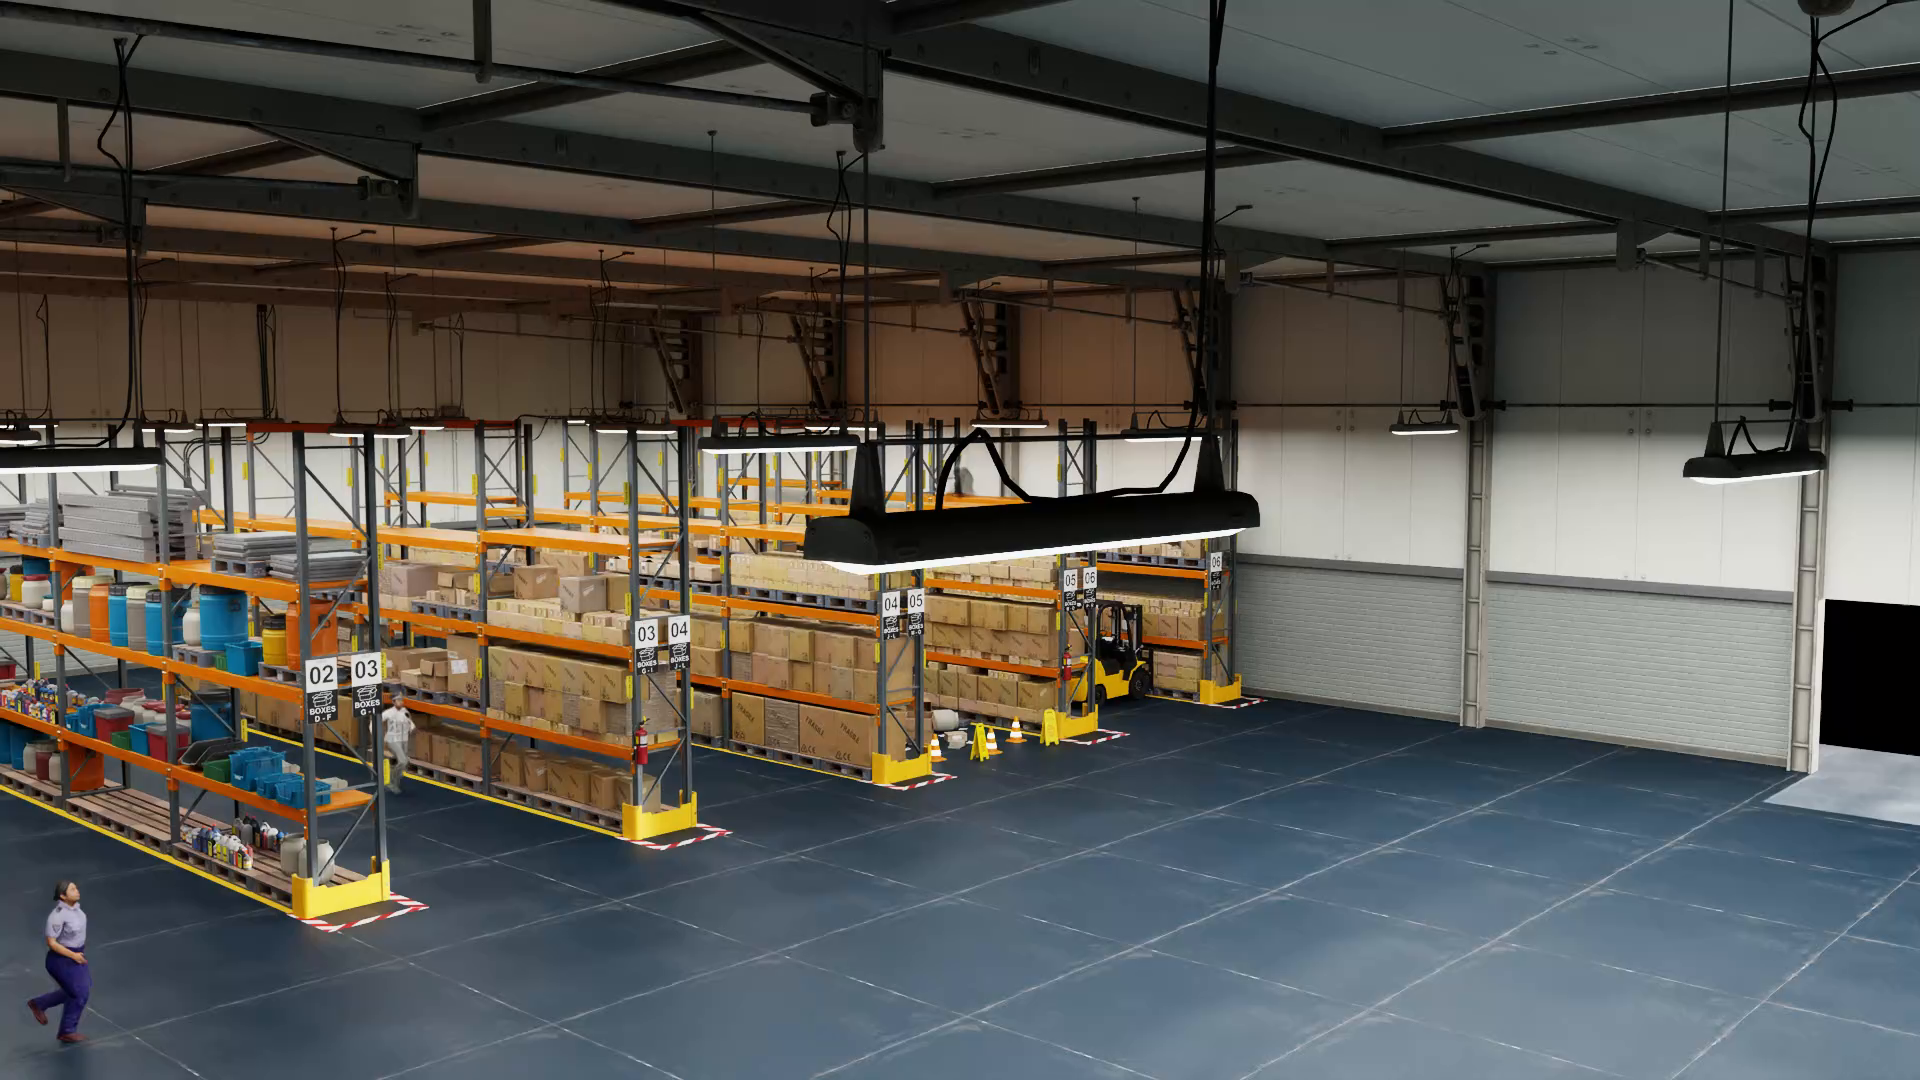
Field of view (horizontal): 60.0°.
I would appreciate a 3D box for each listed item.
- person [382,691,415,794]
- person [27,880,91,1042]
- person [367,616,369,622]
[{"bbox_3d":[-9.088,3.282,26.939,0.611,1.669,0.598,3,5,32],"label":"person"},{"bbox_3d":[-8.981,4.189,16.561,0.618,1.634,0.623,-1,5,-12],"label":"person"},{"bbox_3d":[-14.034,2.273,39.639,0.673,1.627,0.853,-3,5,-31],"label":"person"}]
